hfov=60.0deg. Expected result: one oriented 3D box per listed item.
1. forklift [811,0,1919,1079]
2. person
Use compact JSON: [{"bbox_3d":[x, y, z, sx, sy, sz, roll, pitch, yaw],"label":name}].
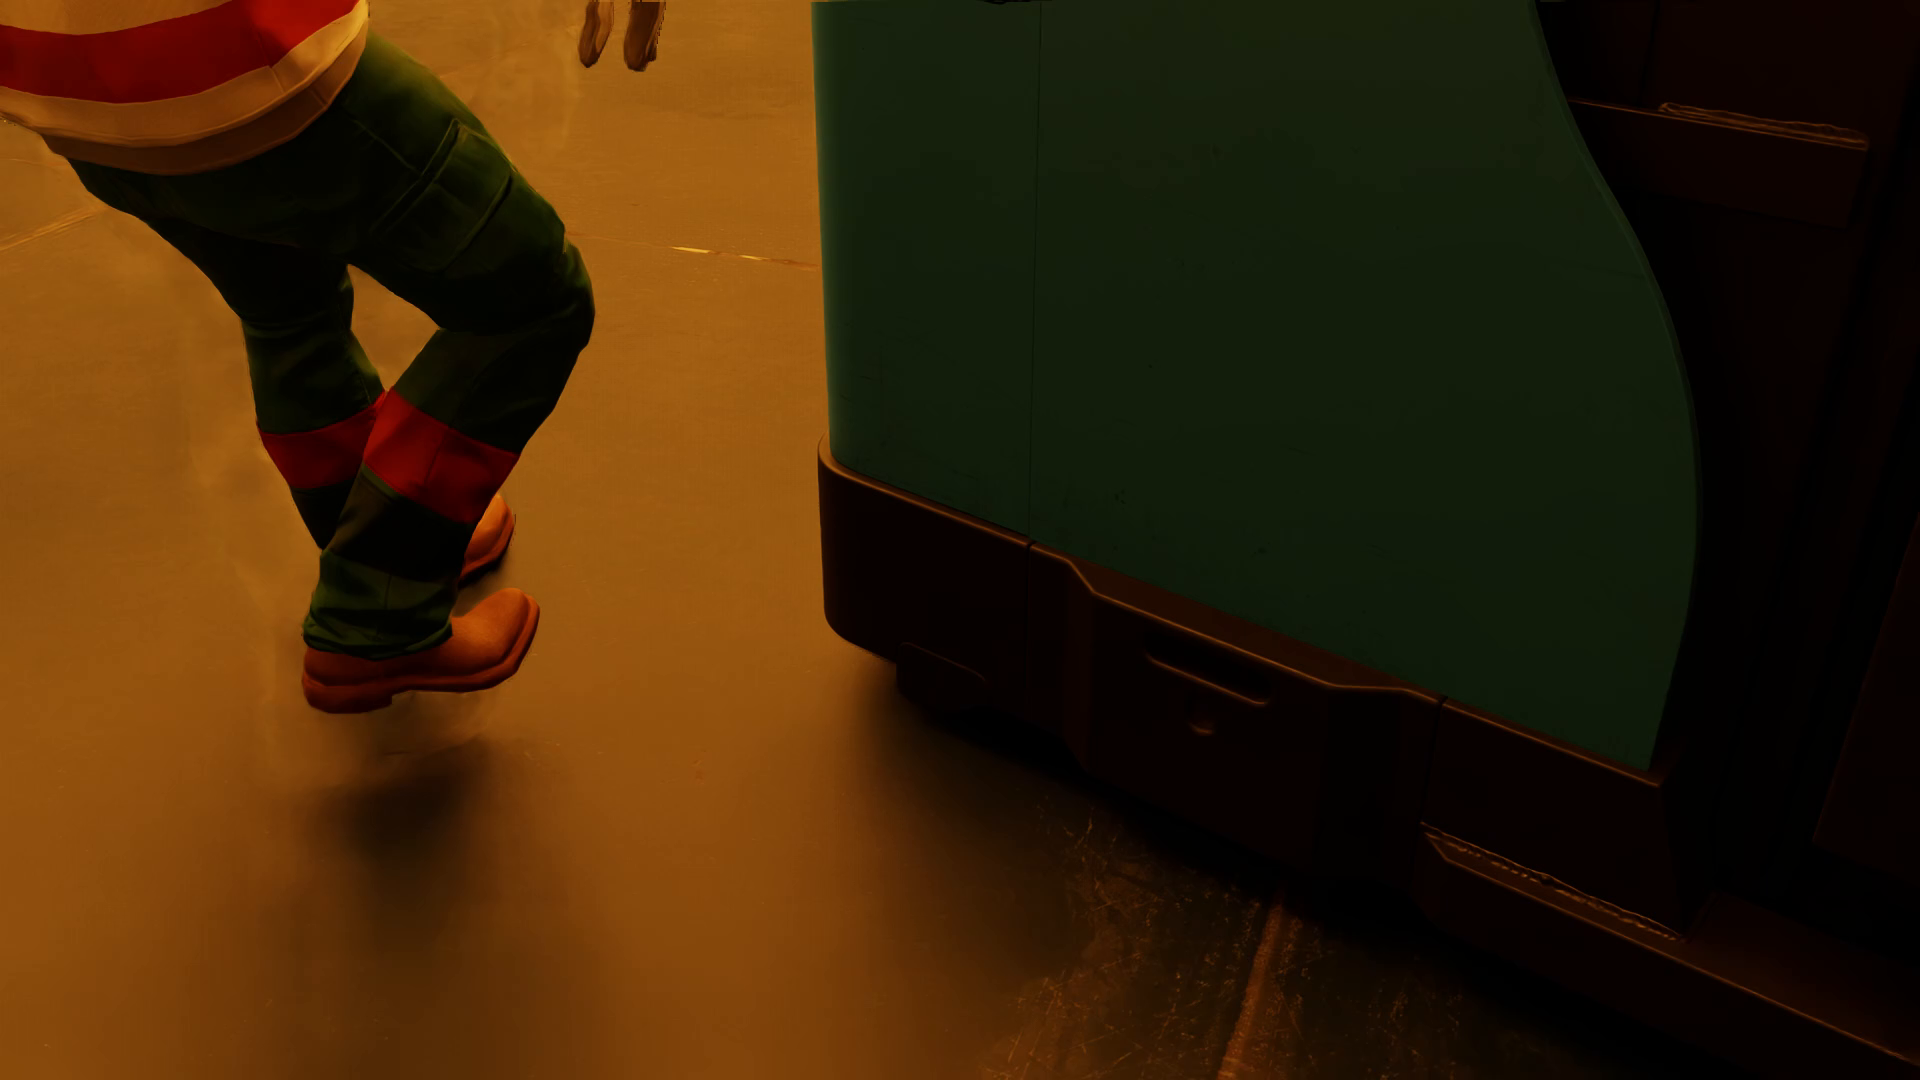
[{"bbox_3d":[1.292,-0.853,1.032,3.031,2.935,1.130,21,36,33],"label":"forklift"},{"bbox_3d":[-0.686,-0.546,1.765,0.998,1.722,0.683,18,34,28],"label":"person"}]
